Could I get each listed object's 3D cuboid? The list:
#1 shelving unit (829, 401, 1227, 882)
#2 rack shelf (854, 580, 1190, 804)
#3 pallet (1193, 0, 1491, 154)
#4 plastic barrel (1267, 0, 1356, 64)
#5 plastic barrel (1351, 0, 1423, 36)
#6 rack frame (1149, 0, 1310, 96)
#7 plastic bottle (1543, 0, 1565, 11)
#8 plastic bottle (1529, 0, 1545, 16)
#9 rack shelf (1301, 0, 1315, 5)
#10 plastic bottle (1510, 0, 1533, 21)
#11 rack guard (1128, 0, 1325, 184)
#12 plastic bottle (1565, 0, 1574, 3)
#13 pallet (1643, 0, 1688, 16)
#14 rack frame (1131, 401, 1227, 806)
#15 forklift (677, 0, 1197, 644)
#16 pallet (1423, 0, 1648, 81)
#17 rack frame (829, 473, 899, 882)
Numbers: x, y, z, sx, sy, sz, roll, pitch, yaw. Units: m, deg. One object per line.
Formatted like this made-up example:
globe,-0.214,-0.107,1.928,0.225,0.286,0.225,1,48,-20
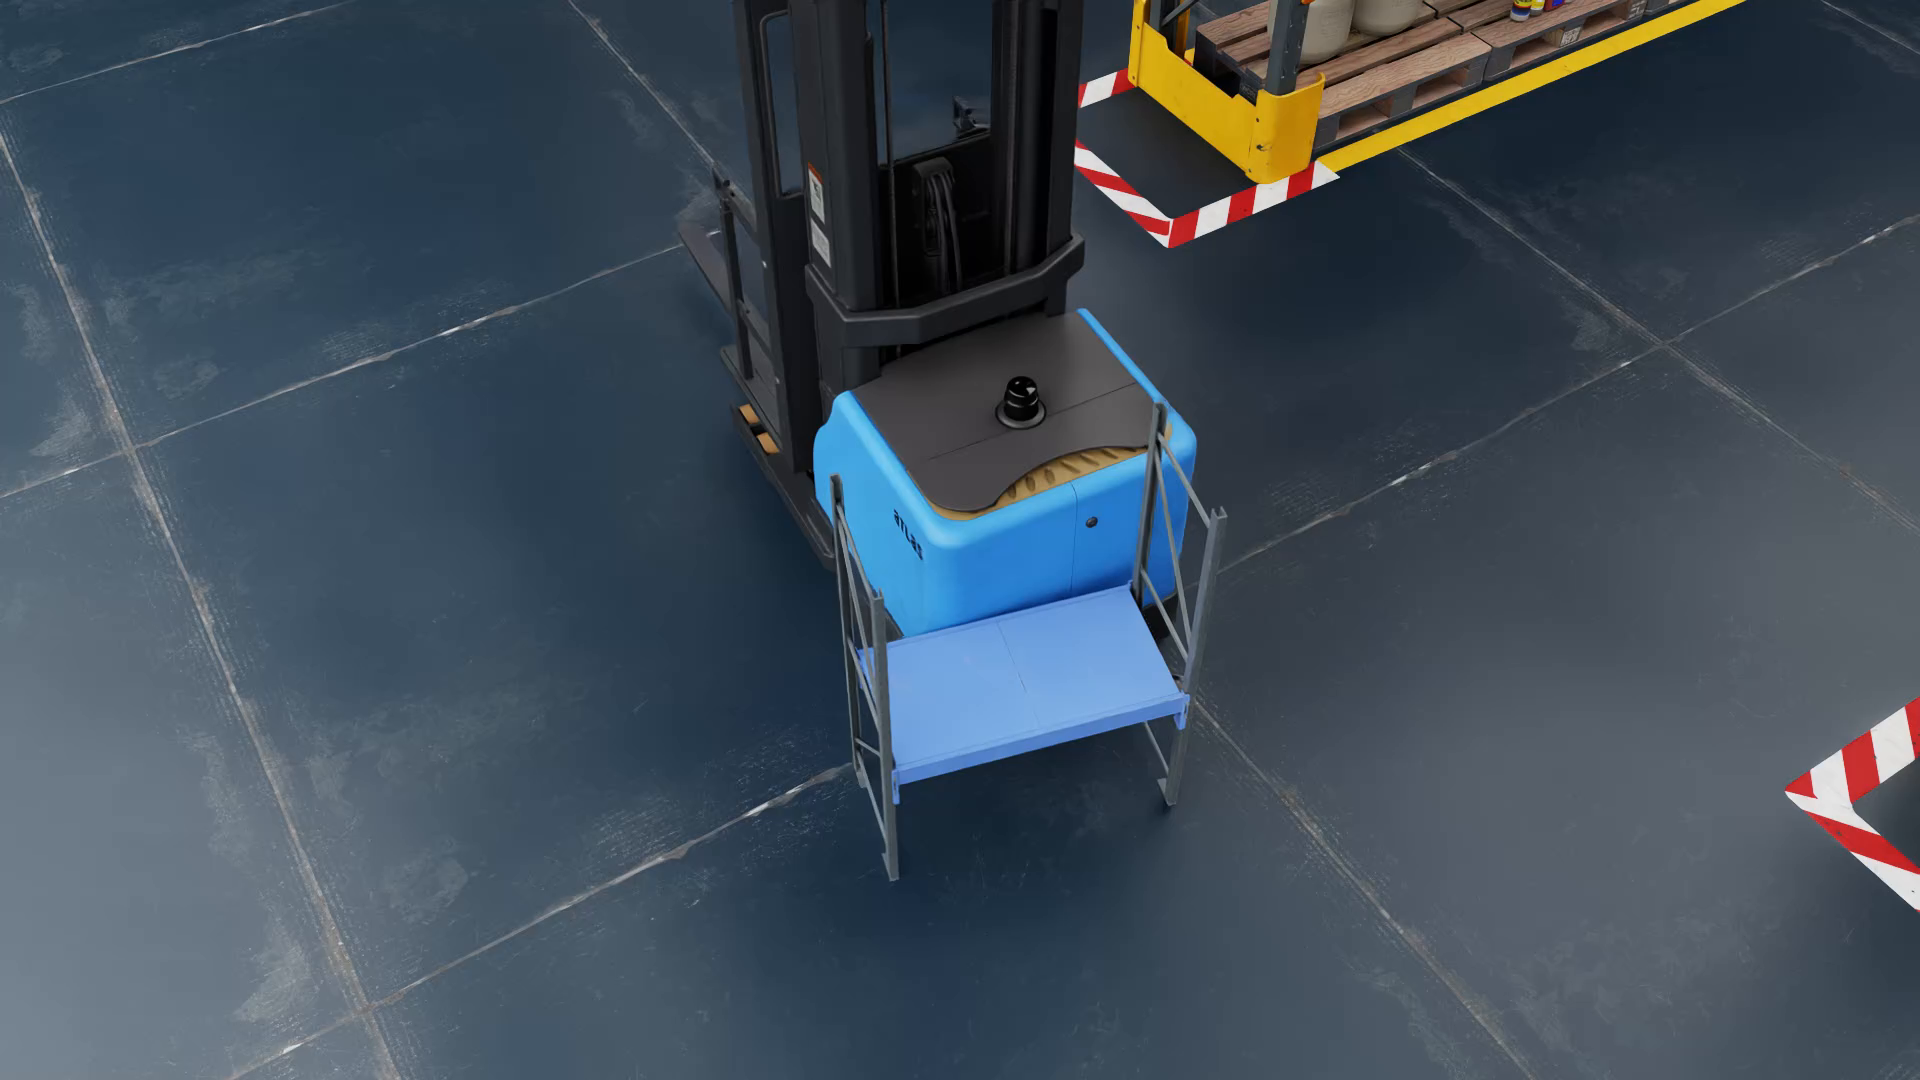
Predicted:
shelving unit,0.190,0.370,5.361,1.048,1.500,0.538,-13,50,-11
rack shelf,0.190,0.490,5.496,1.000,0.185,0.538,-13,50,-11
pallet,2.019,-2.578,8.850,1.213,0.211,1.003,-25,53,-21
plastic barrel,1.806,-2.748,8.519,0.421,0.512,0.421,0,48,0
plastic barrel,2.230,-2.948,8.697,0.421,0.512,0.421,0,48,0
rack frame,1.290,-3.125,7.470,0.127,3.000,1.000,-25,53,-21
plastic bottle,3.191,-2.973,8.858,0.133,0.283,0.061,-24,53,-20
plastic bottle,3.077,-2.908,8.856,0.097,0.201,0.097,0,48,0
rack shelf,2.981,-3.683,8.448,4.000,0.370,1.077,-25,53,-21
plastic bottle,2.990,-2.890,8.793,0.097,0.271,0.097,0,48,0
rack guard,1.329,-2.354,8.457,0.348,0.500,1.175,-25,53,-21
plastic bottle,3.279,-3.026,8.914,0.097,0.271,0.097,0,48,0
pallet,4.083,-3.550,9.716,1.213,0.211,1.003,-25,53,-21
rack frame,0.676,0.258,5.462,0.032,1.500,0.500,-13,50,-11
forklift,-0.312,-1.408,5.986,1.130,2.935,3.031,-21,52,-18
pallet,3.050,-3.061,9.280,1.213,0.211,1.003,-25,53,-21
rack frame,-0.295,0.483,5.261,0.032,1.500,0.500,-13,50,-11
